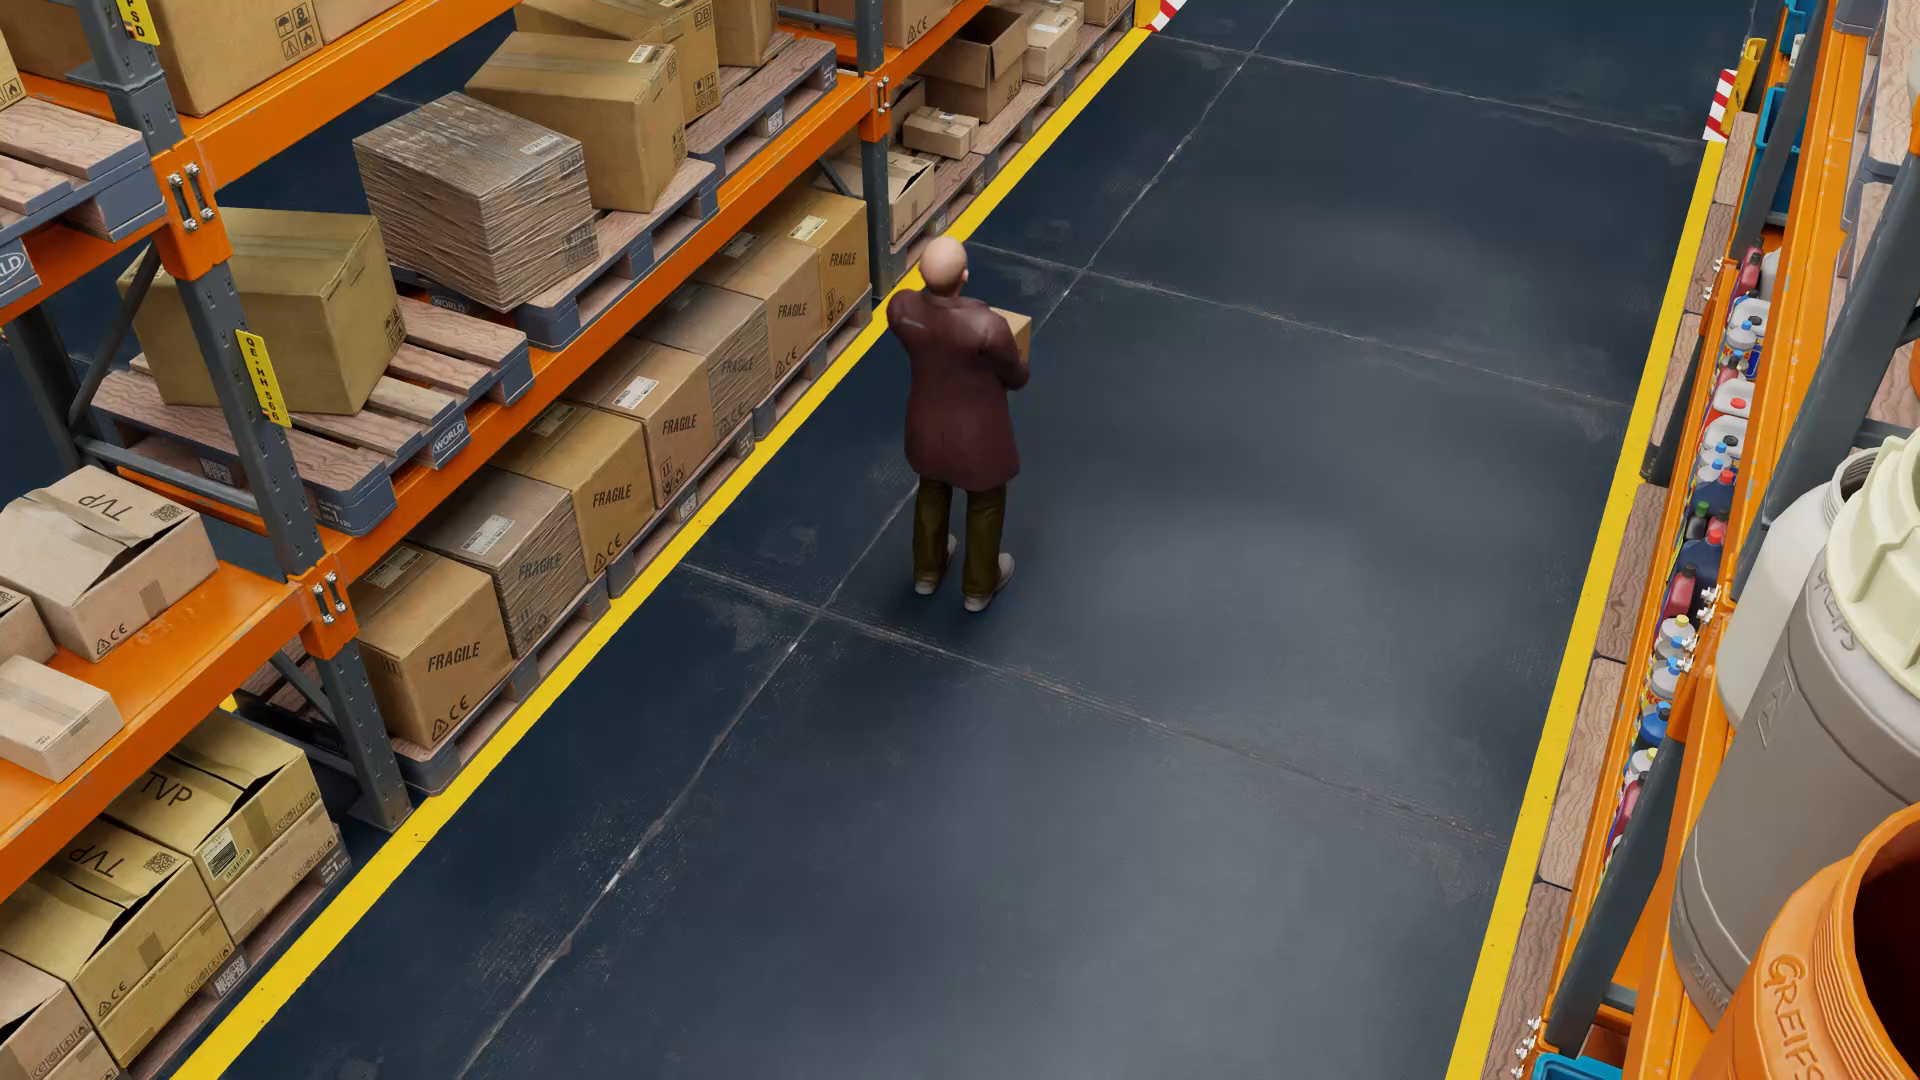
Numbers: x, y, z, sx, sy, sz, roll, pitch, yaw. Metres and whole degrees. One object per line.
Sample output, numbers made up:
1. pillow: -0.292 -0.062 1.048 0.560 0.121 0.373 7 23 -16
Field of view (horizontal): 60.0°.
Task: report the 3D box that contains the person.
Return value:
1. person: 0.030 -0.500 6.808 0.529 1.682 0.555 18 44 19
